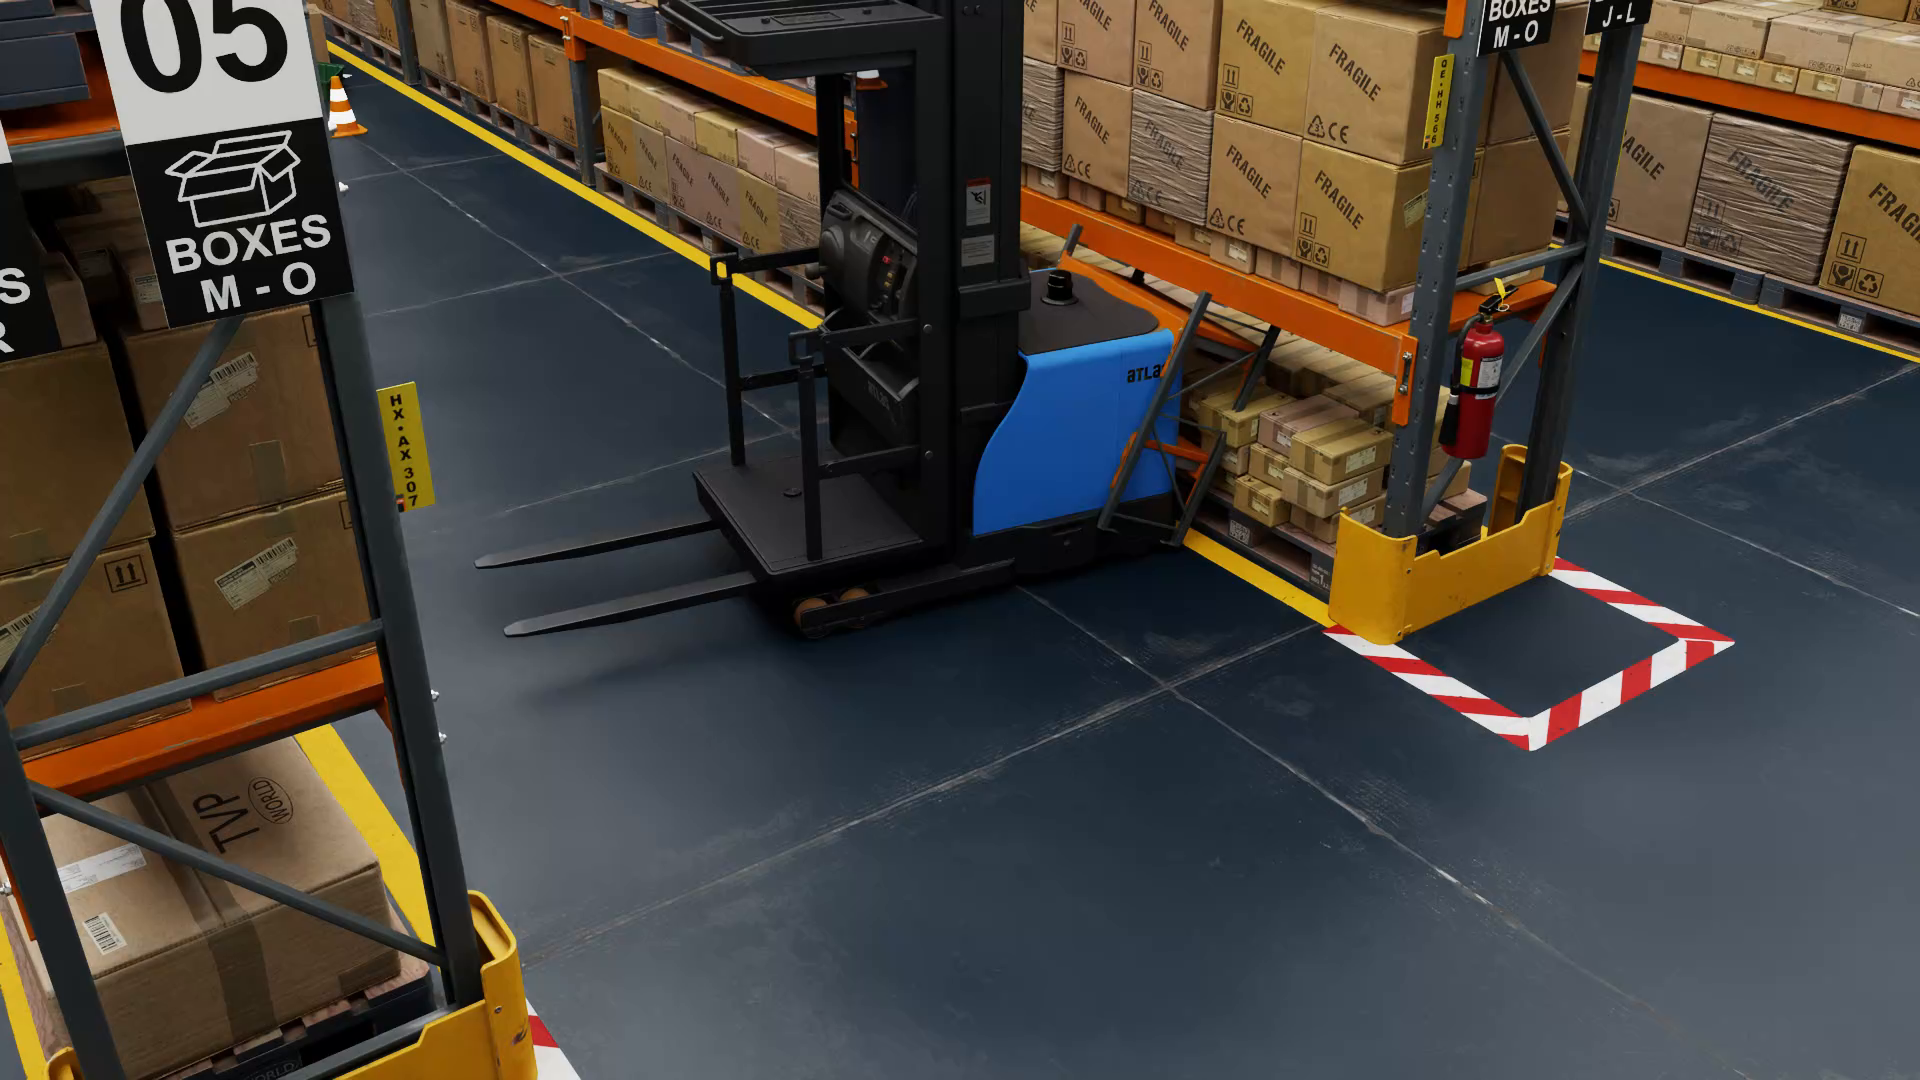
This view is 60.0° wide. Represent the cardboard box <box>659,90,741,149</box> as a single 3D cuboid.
[{"bbox_3d":[-1.692,-2.862,11.270,0.500,0.250,0.500,-18,34,-30],"label":"cardboard box"}]

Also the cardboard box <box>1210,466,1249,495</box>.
[{"bbox_3d":[1.385,-0.341,7.783,0.380,0.149,0.250,-19,34,-31],"label":"cardboard box"}]

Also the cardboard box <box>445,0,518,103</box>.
[{"bbox_3d":[-3.796,-4.333,14.502,1.050,0.750,0.750,-19,34,-31],"label":"cardboard box"}]

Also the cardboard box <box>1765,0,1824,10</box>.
[{"bbox_3d":[5.313,-3.322,10.569,0.500,0.250,0.500,-20,34,-32],"label":"cardboard box"}]

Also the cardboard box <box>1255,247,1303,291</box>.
[{"bbox_3d":[1.484,-1.203,7.085,0.380,0.149,0.250,-19,34,-31],"label":"cardboard box"}]

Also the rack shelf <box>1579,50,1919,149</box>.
[{"bbox_3d":[5.114,-2.859,10.626,1.077,0.370,4.000,-19,34,-31],"label":"rack shelf"}]

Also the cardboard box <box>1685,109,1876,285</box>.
[{"bbox_3d":[5.310,-2.229,10.498,0.875,0.875,0.875,-19,34,-31],"label":"cardboard box"}]

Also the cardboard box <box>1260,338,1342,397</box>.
[{"bbox_3d":[1.637,-0.836,8.070,0.380,0.149,0.250,-21,35,-33],"label":"cardboard box"}]

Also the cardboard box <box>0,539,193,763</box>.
[{"bbox_3d":[-2.294,0.187,4.157,0.500,0.500,0.500,-19,34,-30],"label":"cardboard box"}]

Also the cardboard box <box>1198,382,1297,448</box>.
[{"bbox_3d":[1.309,-0.572,7.584,0.380,0.149,0.250,-20,34,-32],"label":"cardboard box"}]

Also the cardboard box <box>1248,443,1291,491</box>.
[{"bbox_3d":[1.529,-0.369,7.522,0.380,0.149,0.250,-20,34,-32],"label":"cardboard box"}]

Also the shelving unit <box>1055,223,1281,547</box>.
[{"bbox_3d":[0.771,-0.730,7.724,0.538,1.125,1.048,12,19,-36],"label":"shelving unit"}]

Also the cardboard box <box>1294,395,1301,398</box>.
[{"bbox_3d":[1.693,-0.724,8.175,0.380,0.149,0.250,-18,33,-29],"label":"cardboard box"}]

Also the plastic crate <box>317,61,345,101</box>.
[{"bbox_3d":[-5.953,-4.224,15.270,0.450,0.188,0.662,6,28,-10],"label":"plastic crate"}]

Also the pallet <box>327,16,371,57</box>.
[{"bbox_3d":[-5.875,-5.296,17.280,1.003,0.211,1.213,-19,34,-31],"label":"pallet"}]

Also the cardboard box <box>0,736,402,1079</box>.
[{"bbox_3d":[-2.263,1.058,4.904,0.875,0.438,0.875,-20,34,-32],"label":"cardboard box"}]

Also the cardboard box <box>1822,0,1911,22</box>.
[{"bbox_3d":[5.620,-3.448,10.015,0.500,0.500,0.500,-20,34,-32],"label":"cardboard box"}]

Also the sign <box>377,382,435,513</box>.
[{"bbox_3d":[-1.343,-0.221,4.024,0.100,0.325,0.005,-19,34,-31],"label":"sign"}]

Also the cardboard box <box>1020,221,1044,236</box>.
[{"bbox_3d":[0.273,-1.746,9.746,0.380,0.149,0.250,-18,33,-29],"label":"cardboard box"}]

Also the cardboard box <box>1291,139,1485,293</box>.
[{"bbox_3d":[1.705,-1.342,6.662,0.500,0.500,0.500,-18,33,-30],"label":"cardboard box"}]

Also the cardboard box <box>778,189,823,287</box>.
[{"bbox_3d":[-0.780,-1.923,10.327,0.500,0.500,0.500,-19,34,-32],"label":"cardboard box"}]

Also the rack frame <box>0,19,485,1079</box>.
[{"bbox_3d":[-1.798,0.345,3.971,1.000,3.000,0.127,-19,34,-31],"label":"rack frame"}]

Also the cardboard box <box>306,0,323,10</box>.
[{"bbox_3d":[-6.658,-6.290,17.975,0.875,0.875,0.875,-19,34,-30],"label":"cardboard box"}]

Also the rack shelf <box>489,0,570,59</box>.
[{"bbox_3d":[-3.625,-4.636,13.896,1.077,0.370,4.000,-19,34,-31],"label":"rack shelf"}]

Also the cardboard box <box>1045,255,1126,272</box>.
[{"bbox_3d":[0.691,-1.440,9.183,0.380,0.149,0.250,-18,33,-29],"label":"cardboard box"}]

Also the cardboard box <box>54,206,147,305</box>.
[{"bbox_3d":[-1.989,-0.720,4.100,0.380,0.149,0.250,-18,33,-29],"label":"cardboard box"}]

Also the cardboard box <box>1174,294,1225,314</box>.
[{"bbox_3d":[1.145,-1.132,8.616,0.380,0.149,0.250,-19,34,-31],"label":"cardboard box"}]

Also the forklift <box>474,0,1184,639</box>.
[{"bbox_3d":[-0.568,-1.161,6.817,3.031,2.935,1.130,-13,31,-22],"label":"forklift"}]

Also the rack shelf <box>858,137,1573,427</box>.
[{"bbox_3d":[1.015,-1.526,8.170,1.077,0.370,4.000,-19,34,-31],"label":"rack shelf"}]

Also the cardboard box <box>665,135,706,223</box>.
[{"bbox_3d":[-1.667,-2.522,11.430,0.500,0.500,0.500,-20,34,-32],"label":"cardboard box"}]

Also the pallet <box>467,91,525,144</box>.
[{"bbox_3d":[-3.565,-3.750,14.434,1.003,0.211,1.213,-19,34,-31],"label":"pallet"}]

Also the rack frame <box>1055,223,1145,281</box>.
[{"bbox_3d":[0.527,-0.947,8.114,0.500,1.125,0.032,12,19,-36],"label":"rack frame"}]

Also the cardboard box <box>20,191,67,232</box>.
[{"bbox_3d":[-2.455,-0.800,4.928,0.500,0.500,0.500,-19,34,-31],"label":"cardboard box"}]

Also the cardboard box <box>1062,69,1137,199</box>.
[{"bbox_3d":[0.828,-1.935,7.754,0.500,0.500,0.500,-17,33,-28],"label":"cardboard box"}]

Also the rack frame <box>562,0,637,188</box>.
[{"bbox_3d":[-2.465,-4.174,12.293,1.000,3.000,0.127,-19,34,-31],"label":"rack frame"}]

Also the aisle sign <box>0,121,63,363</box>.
[{"bbox_3d":[-2.009,-0.683,3.141,0.394,0.787,0.004,-19,34,-31],"label":"aisle sign"}]

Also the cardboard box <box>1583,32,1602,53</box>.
[{"bbox_3d":[4.314,-3.329,11.001,0.380,0.149,0.250,-20,34,-32],"label":"cardboard box"}]

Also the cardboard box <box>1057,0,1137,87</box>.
[{"bbox_3d":[0.795,-2.389,7.541,0.500,0.500,0.500,-20,34,-32],"label":"cardboard box"}]

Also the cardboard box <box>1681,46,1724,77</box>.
[{"bbox_3d":[4.760,-3.030,10.449,0.380,0.149,0.250,-20,34,-32],"label":"cardboard box"}]

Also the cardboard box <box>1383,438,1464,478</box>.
[{"bbox_3d":[2.080,-0.401,7.582,0.380,0.149,0.250,-17,33,-29],"label":"cardboard box"}]

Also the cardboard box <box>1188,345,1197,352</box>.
[{"bbox_3d":[0.947,-0.912,8.211,0.380,0.149,0.250,-20,34,-32],"label":"cardboard box"}]

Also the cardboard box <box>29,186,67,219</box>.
[{"bbox_3d":[-2.409,-1.037,4.685,0.380,0.149,0.250,-18,34,-30],"label":"cardboard box"}]

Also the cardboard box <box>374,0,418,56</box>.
[{"bbox_3d":[-5.093,-5.244,16.049,0.875,0.875,0.875,-18,33,-30],"label":"cardboard box"}]

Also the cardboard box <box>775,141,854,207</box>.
[{"bbox_3d":[-0.783,-2.254,10.151,0.500,0.250,0.500,-20,34,-32],"label":"cardboard box"}]

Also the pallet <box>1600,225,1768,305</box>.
[{"bbox_3d":[5.043,-1.936,11.093,1.003,0.211,1.213,-19,34,-31],"label":"pallet"}]

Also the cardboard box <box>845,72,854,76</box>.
[{"bbox_3d":[-0.537,-2.793,9.573,0.380,0.149,0.250,-20,34,-32],"label":"cardboard box"}]

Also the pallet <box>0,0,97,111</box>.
[{"bbox_3d":[-2.237,-1.219,3.802,1.003,0.211,1.213,-19,34,-31],"label":"pallet"}]

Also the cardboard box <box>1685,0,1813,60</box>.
[{"bbox_3d":[4.882,-3.174,10.297,0.500,0.250,0.500,-19,34,-31],"label":"cardboard box"}]

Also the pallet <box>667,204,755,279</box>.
[{"bbox_3d":[-1.310,-2.171,11.526,1.003,0.211,1.213,-19,34,-31],"label":"pallet"}]

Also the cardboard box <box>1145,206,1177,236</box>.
[{"bbox_3d":[1.080,-1.527,7.683,0.380,0.149,0.250,-20,35,-33],"label":"cardboard box"}]

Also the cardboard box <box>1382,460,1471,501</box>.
[{"bbox_3d":[2.132,-0.288,7.685,0.380,0.149,0.250,-18,33,-30],"label":"cardboard box"}]

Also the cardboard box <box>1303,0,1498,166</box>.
[{"bbox_3d":[1.707,-1.787,6.434,0.500,0.500,0.500,-20,34,-32],"label":"cardboard box"}]

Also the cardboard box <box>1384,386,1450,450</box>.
[{"bbox_3d":[2.148,-0.555,7.553,0.380,0.149,0.250,-21,35,-33],"label":"cardboard box"}]

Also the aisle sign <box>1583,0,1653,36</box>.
[{"bbox_3d":[2.462,-2.261,6.047,0.394,0.787,0.004,-19,34,-31],"label":"aisle sign"}]

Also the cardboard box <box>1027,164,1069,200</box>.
[{"bbox_3d":[0.556,-1.810,8.202,0.380,0.149,0.250,-17,33,-29],"label":"cardboard box"}]

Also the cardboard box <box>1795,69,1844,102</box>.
[{"bbox_3d":[5.206,-2.731,9.900,0.380,0.149,0.250,-20,34,-32],"label":"cardboard box"}]

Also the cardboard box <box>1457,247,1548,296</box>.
[{"bbox_3d":[2.254,-1.170,7.025,0.380,0.149,0.250,-19,34,-31],"label":"cardboard box"}]

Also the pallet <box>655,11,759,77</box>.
[{"bbox_3d":[-1.284,-3.332,10.943,1.003,0.211,1.213,-19,34,-31],"label":"pallet"}]
